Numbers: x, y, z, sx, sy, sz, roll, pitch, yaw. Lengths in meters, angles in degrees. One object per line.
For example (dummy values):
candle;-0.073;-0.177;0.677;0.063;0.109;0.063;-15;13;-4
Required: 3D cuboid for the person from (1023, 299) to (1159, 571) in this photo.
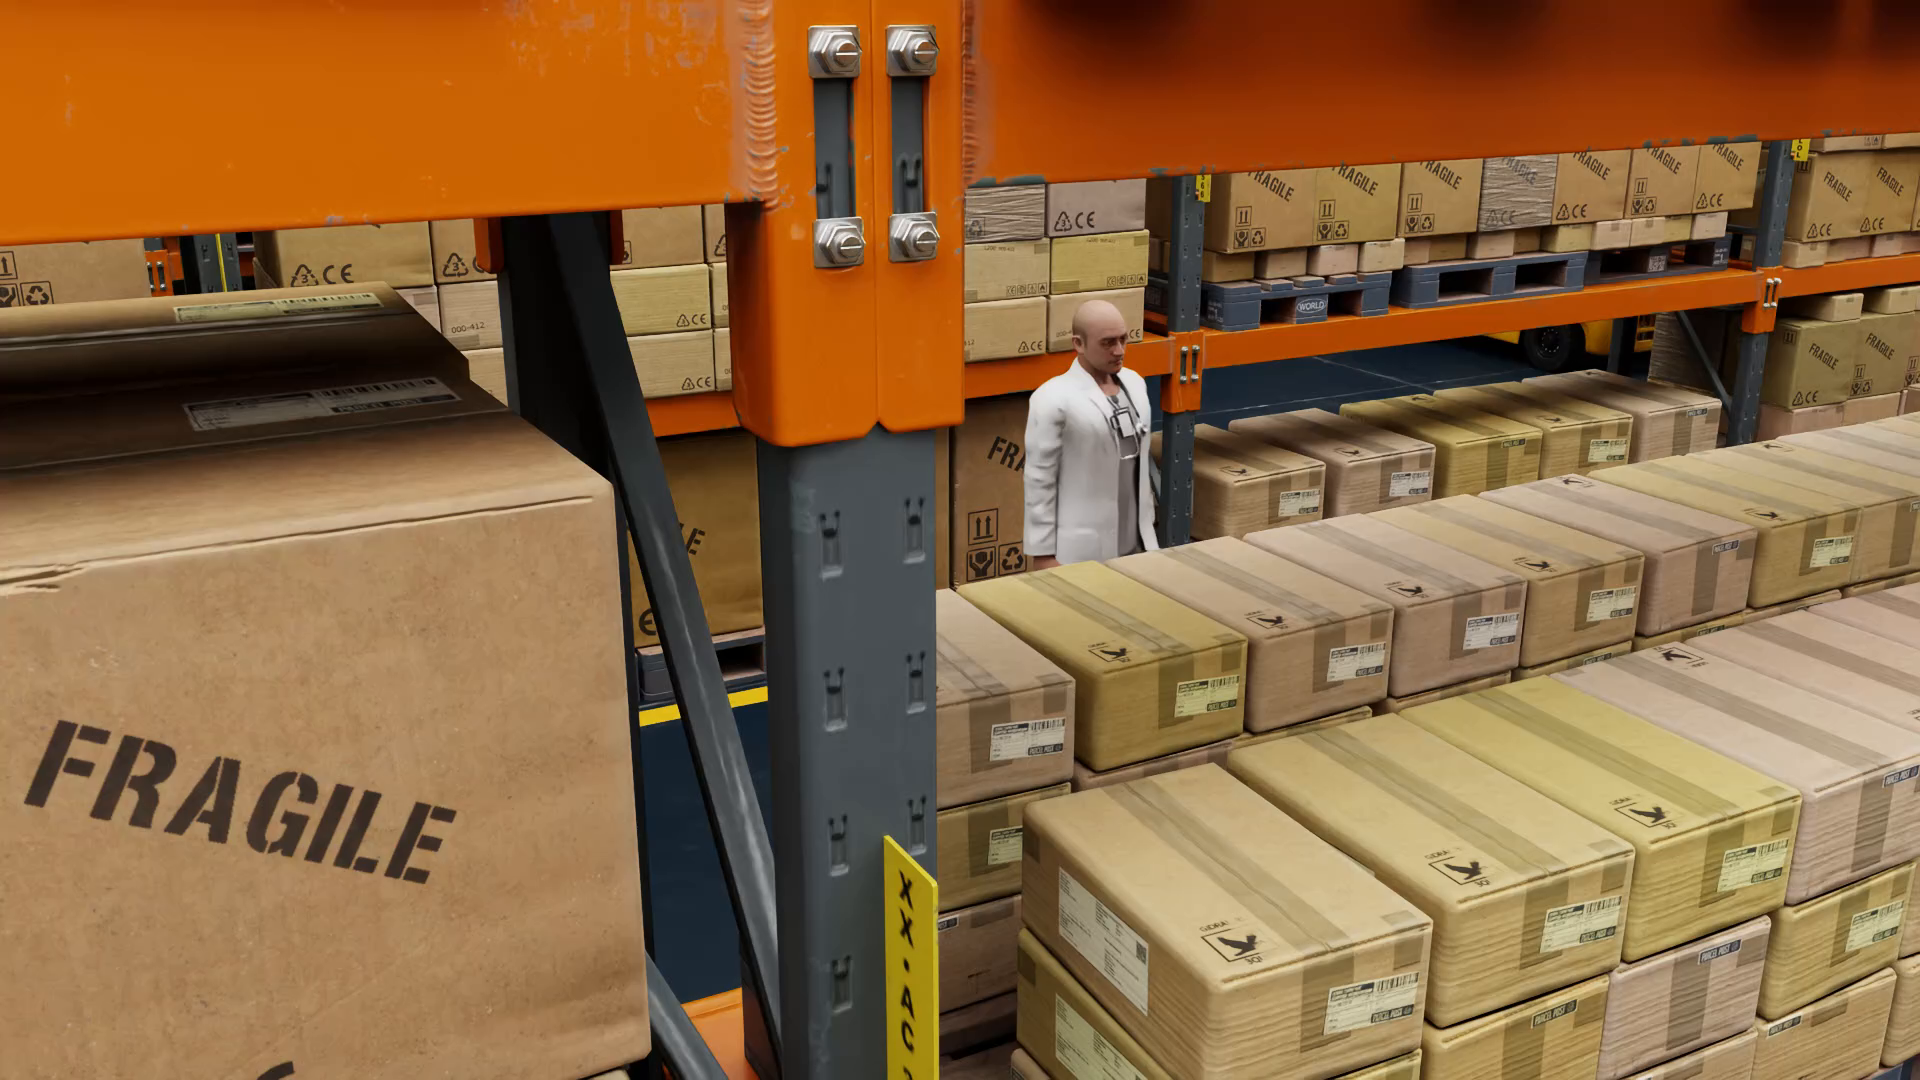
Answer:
person;0.578;0.038;5.947;0.614;1.777;0.674;-15;23;-38
